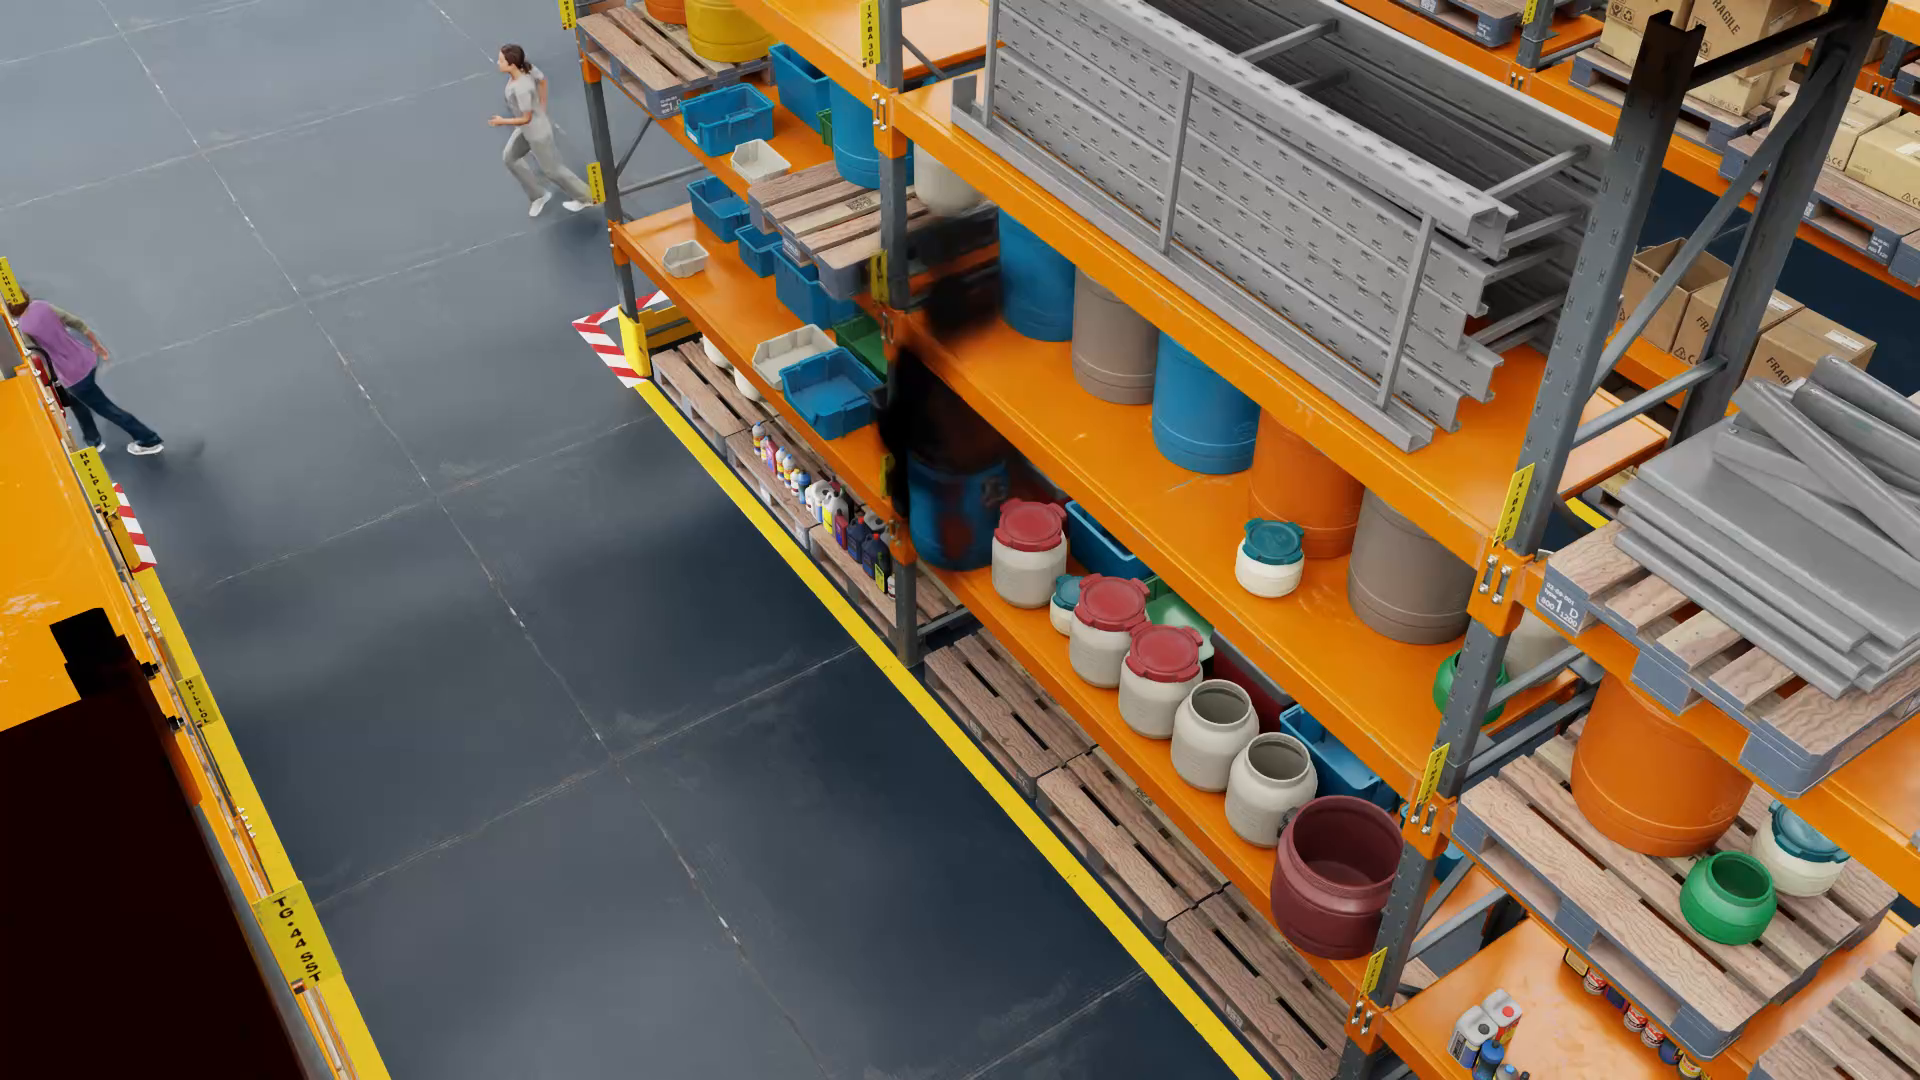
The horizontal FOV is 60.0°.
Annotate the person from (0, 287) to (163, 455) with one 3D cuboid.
[{"bbox_3d":[-6.327,-1.170,11.902,0.788,1.554,0.498,0,43,0],"label":"person"}]

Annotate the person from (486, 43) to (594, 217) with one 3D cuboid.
[{"bbox_3d":[-3.652,-3.519,14.386,0.811,1.666,0.512,-11,44,-12],"label":"person"}]
